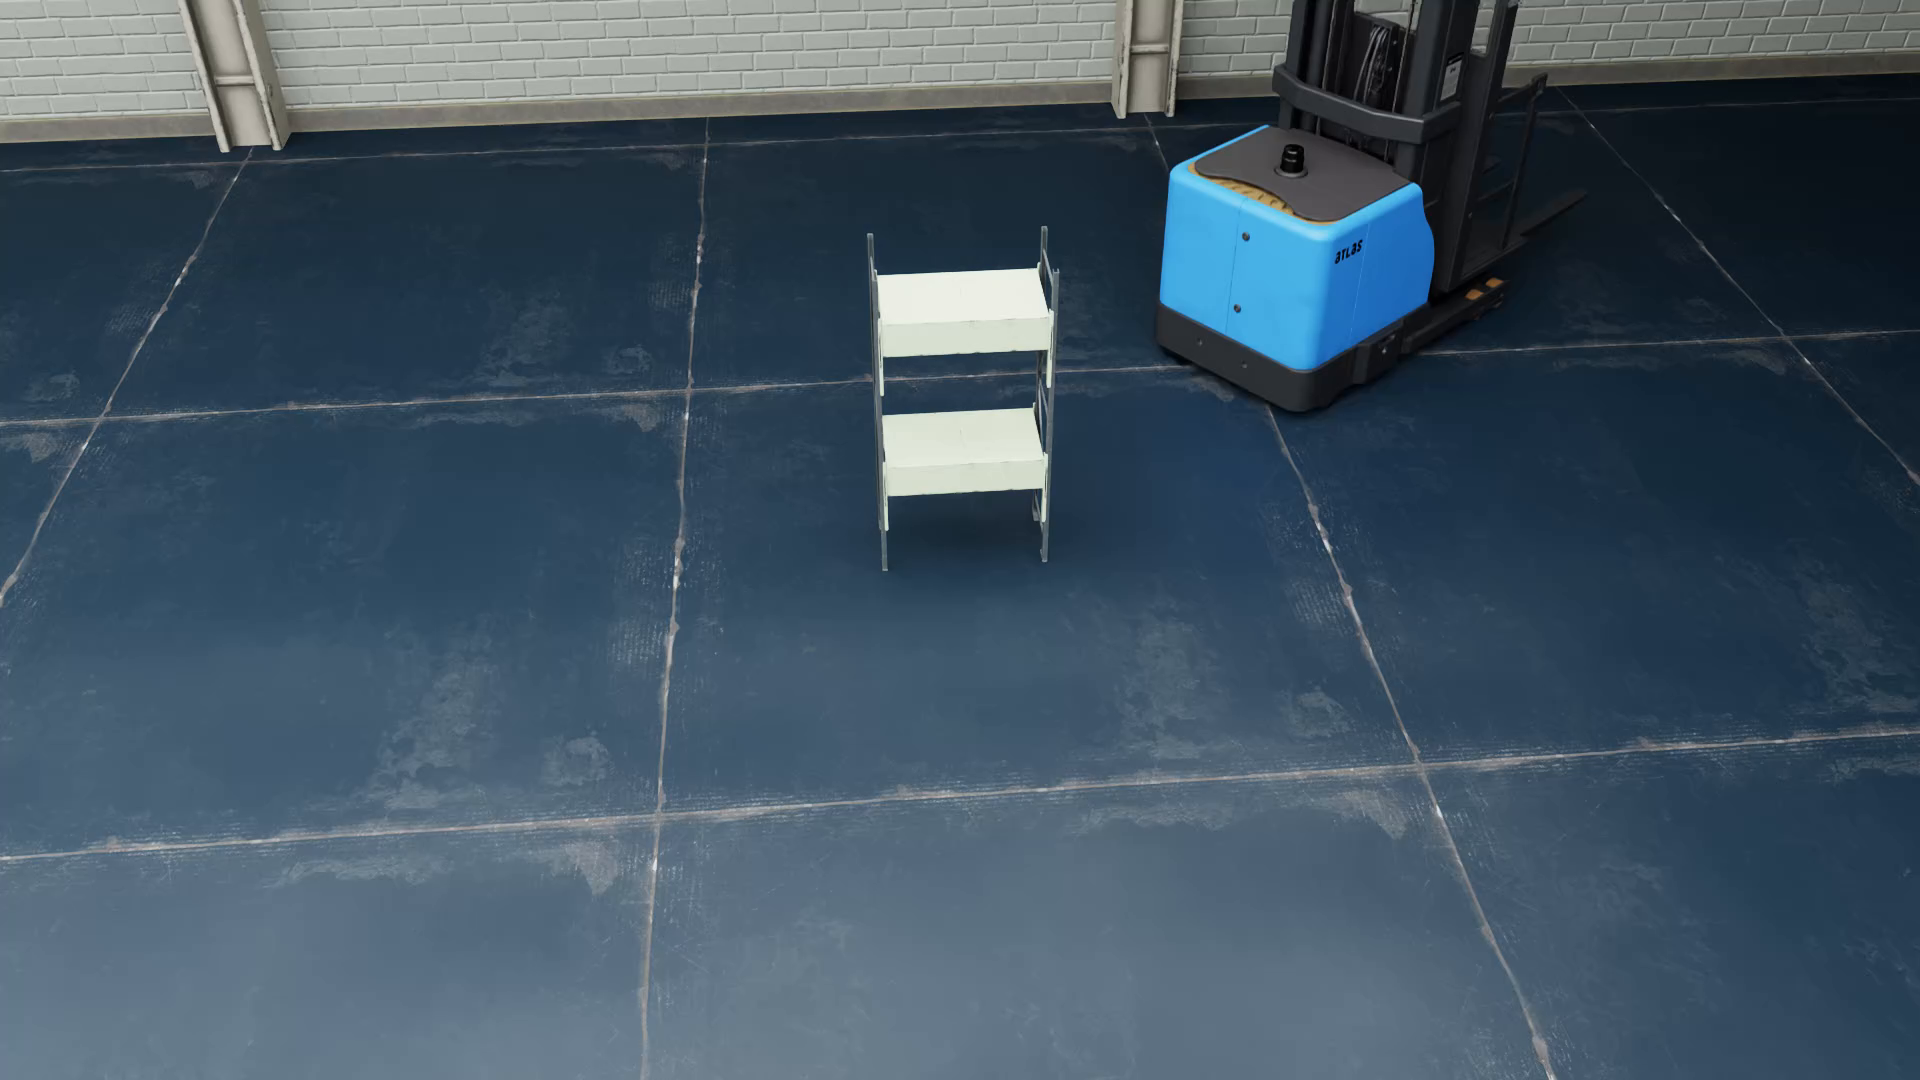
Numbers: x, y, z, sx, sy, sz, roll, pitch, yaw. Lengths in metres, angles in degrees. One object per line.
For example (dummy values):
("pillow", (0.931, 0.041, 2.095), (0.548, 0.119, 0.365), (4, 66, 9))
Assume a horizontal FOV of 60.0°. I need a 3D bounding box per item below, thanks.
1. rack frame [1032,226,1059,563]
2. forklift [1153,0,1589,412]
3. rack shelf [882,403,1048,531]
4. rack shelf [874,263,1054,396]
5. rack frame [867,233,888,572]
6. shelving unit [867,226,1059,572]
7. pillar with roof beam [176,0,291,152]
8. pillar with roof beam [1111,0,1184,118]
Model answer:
("rack frame", (0.371, -0.609, 7.311), (0.023, 1.500, 0.400), (-3, 38, -4))
("forklift", (2.470, -2.596, 8.673), (3.031, 2.935, 1.130), (-30, 47, -32))
("rack shelf", (0.007, -0.333, 7.488), (0.720, 0.370, 0.431), (-3, 38, -4))
("rack shelf", (0.007, -0.896, 7.044), (0.720, 0.370, 0.431), (-3, 38, -4))
("rack frame", (-0.358, -0.569, 7.260), (0.023, 1.500, 0.400), (-3, 38, -4))
("shelving unit", (0.007, -0.589, 7.286), (0.755, 1.500, 0.431), (-3, 38, -4))
("pillar with roof beam", (-4.328, -3.548, 4.982), (0.400, 9.000, 9.100), (-3, 38, -4))
("pillar with roof beam", (1.648, -3.877, 5.399), (0.400, 9.000, 9.100), (-3, 38, -4))
